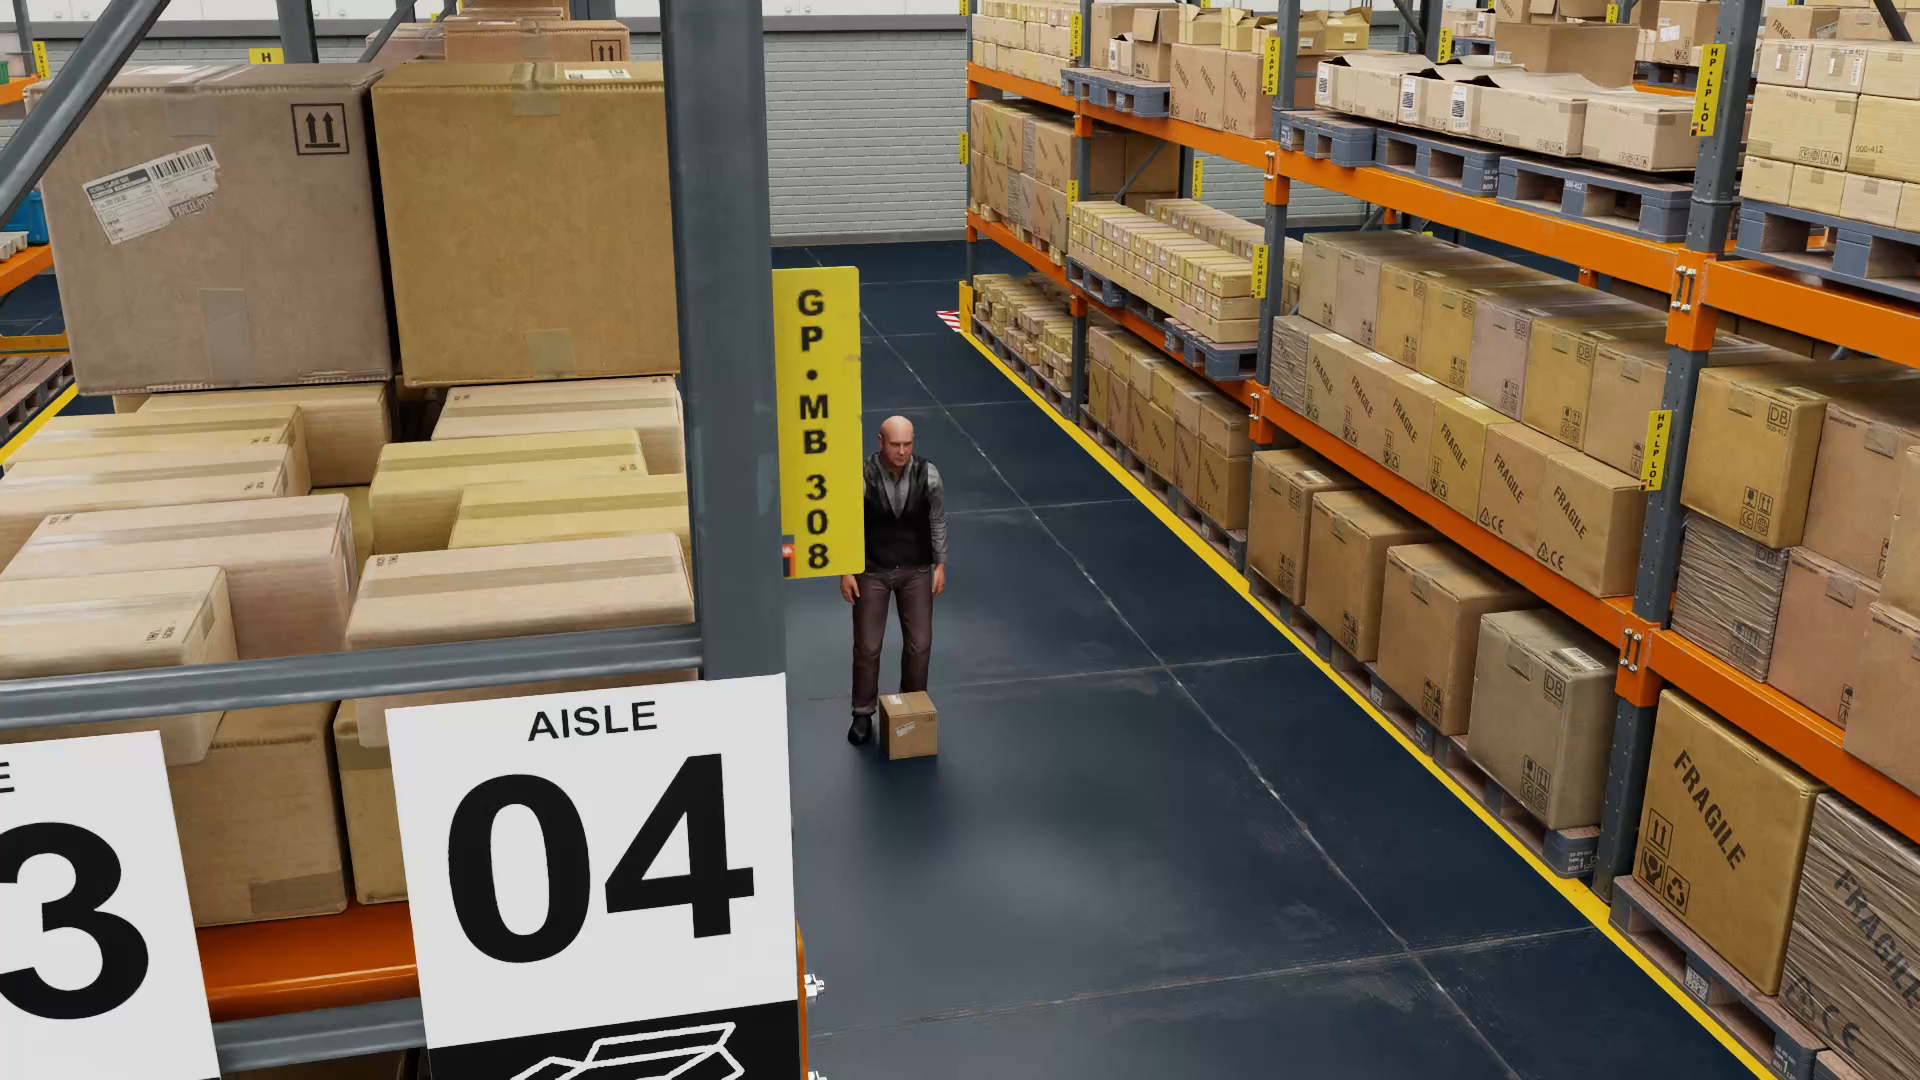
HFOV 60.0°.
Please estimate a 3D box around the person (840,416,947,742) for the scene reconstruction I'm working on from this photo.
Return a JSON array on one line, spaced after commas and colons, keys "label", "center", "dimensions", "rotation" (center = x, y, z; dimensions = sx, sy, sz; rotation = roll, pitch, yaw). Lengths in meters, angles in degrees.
[{"label": "person", "center": [-0.350, 0.174, 8.615], "dimensions": [0.579, 1.720, 0.420], "rotation": [-5, 20, -13]}]
